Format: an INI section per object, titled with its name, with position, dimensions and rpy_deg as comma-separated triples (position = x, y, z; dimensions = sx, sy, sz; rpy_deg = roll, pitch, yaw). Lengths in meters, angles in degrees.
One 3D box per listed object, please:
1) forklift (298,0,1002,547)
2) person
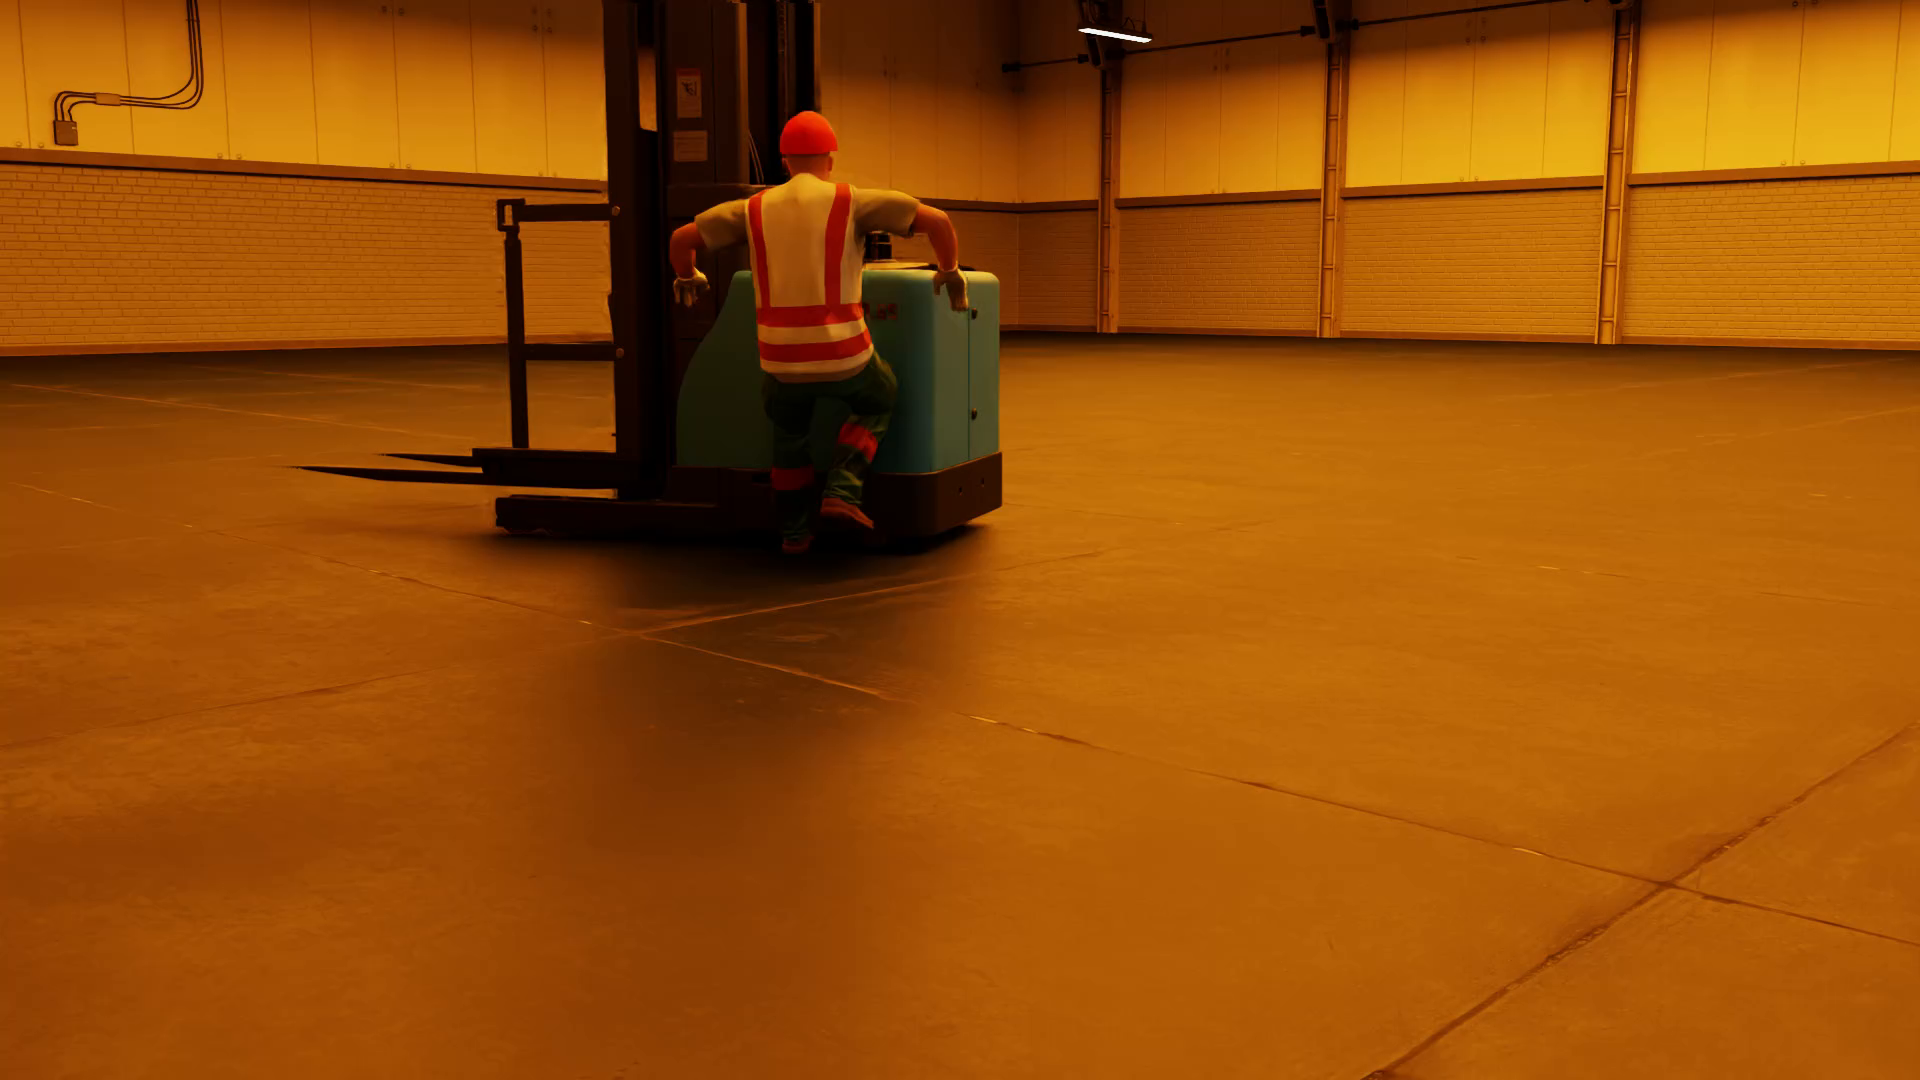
[forklift]
position = -1.394, -1.529, 7.031
dimensions = 3.031, 2.935, 1.130
rpy_deg = 3, 9, 18
[person]
position = -0.516, -0.727, 6.127
dimensions = 1.105, 1.629, 0.829
rpy_deg = 2, 9, 10
